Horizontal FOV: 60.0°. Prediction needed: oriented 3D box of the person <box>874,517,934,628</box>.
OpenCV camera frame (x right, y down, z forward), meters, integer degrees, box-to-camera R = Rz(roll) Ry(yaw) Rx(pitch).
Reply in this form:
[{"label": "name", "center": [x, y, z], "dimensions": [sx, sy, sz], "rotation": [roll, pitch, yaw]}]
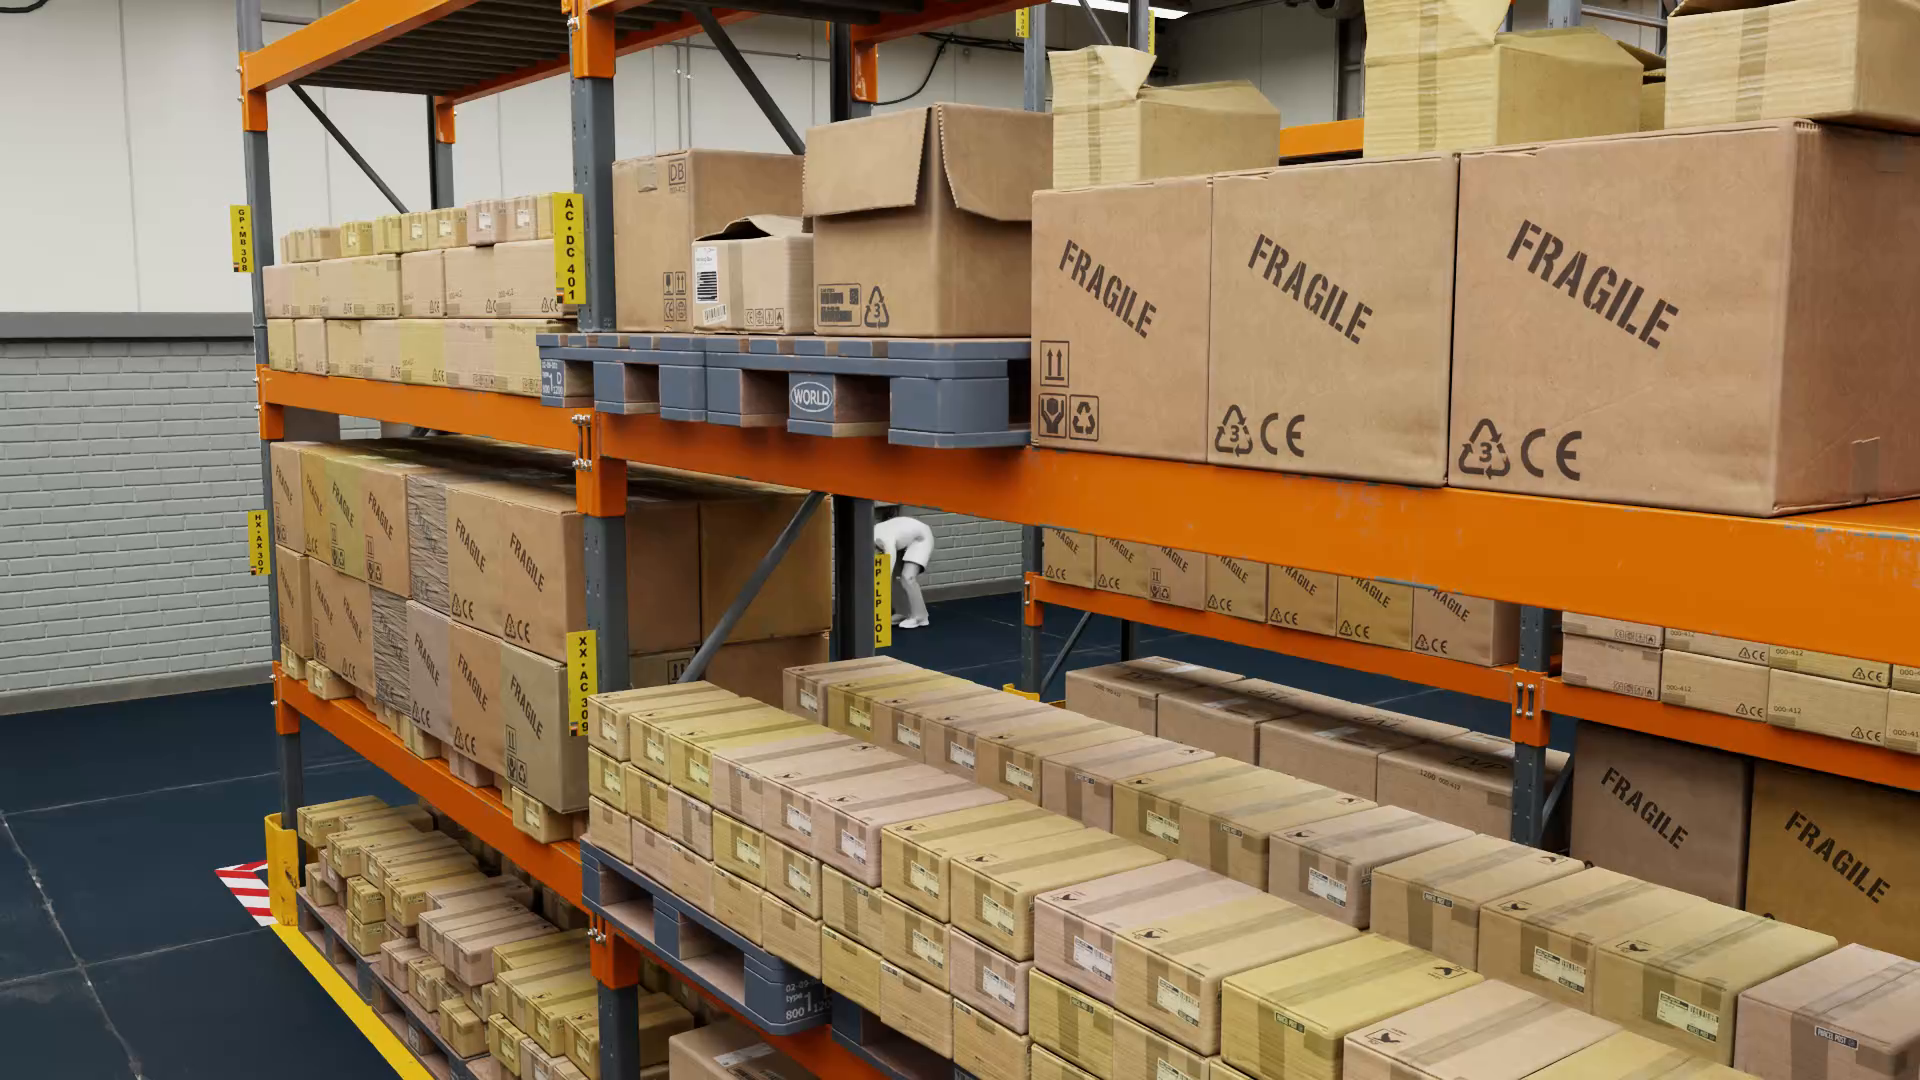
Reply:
[{"label": "person", "center": [-0.689, 0.331, 16.466], "dimensions": [0.950, 1.090, 0.579], "rotation": [-6, 10, -38]}]
